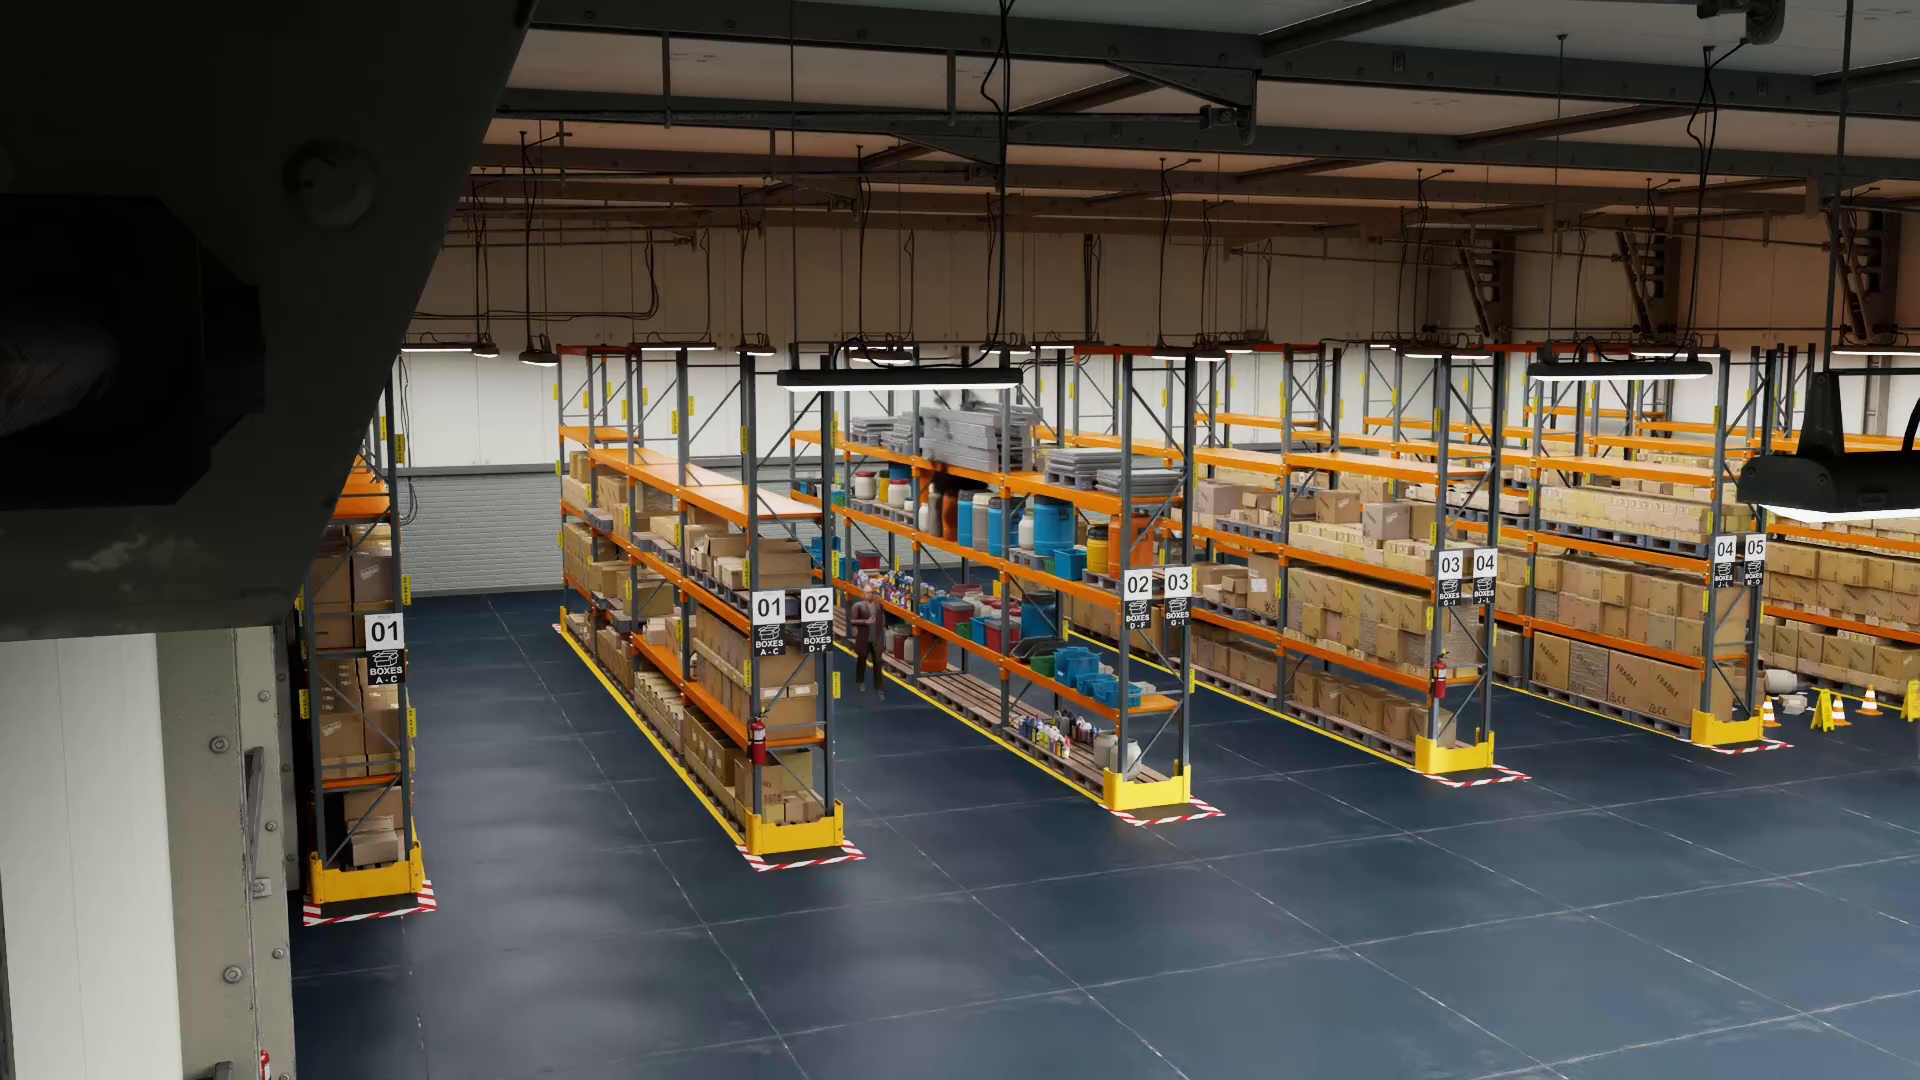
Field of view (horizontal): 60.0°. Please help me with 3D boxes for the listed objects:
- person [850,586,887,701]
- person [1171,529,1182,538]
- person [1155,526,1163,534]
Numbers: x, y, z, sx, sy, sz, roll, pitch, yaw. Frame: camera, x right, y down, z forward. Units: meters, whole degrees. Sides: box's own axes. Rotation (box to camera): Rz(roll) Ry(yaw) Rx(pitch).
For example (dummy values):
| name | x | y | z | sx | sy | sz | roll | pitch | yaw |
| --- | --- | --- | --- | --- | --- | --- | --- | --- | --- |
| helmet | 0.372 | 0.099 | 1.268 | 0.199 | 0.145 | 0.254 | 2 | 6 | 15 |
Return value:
| name | x | y | z | sx | sy | sz | roll | pitch | yaw |
| --- | --- | --- | --- | --- | --- | --- | --- | --- | --- |
| person | -1.496 | 1.667 | 27.392 | 0.684 | 1.841 | 0.888 | -3 | 8 | -21 |
| person | 5.323 | 0.196 | 41.251 | 1.035 | 1.738 | 0.714 | -5 | 9 | -36 |
| person | 4.629 | 0.508 | 38.987 | 0.739 | 1.749 | 0.972 | -1 | 7 | -6 |
